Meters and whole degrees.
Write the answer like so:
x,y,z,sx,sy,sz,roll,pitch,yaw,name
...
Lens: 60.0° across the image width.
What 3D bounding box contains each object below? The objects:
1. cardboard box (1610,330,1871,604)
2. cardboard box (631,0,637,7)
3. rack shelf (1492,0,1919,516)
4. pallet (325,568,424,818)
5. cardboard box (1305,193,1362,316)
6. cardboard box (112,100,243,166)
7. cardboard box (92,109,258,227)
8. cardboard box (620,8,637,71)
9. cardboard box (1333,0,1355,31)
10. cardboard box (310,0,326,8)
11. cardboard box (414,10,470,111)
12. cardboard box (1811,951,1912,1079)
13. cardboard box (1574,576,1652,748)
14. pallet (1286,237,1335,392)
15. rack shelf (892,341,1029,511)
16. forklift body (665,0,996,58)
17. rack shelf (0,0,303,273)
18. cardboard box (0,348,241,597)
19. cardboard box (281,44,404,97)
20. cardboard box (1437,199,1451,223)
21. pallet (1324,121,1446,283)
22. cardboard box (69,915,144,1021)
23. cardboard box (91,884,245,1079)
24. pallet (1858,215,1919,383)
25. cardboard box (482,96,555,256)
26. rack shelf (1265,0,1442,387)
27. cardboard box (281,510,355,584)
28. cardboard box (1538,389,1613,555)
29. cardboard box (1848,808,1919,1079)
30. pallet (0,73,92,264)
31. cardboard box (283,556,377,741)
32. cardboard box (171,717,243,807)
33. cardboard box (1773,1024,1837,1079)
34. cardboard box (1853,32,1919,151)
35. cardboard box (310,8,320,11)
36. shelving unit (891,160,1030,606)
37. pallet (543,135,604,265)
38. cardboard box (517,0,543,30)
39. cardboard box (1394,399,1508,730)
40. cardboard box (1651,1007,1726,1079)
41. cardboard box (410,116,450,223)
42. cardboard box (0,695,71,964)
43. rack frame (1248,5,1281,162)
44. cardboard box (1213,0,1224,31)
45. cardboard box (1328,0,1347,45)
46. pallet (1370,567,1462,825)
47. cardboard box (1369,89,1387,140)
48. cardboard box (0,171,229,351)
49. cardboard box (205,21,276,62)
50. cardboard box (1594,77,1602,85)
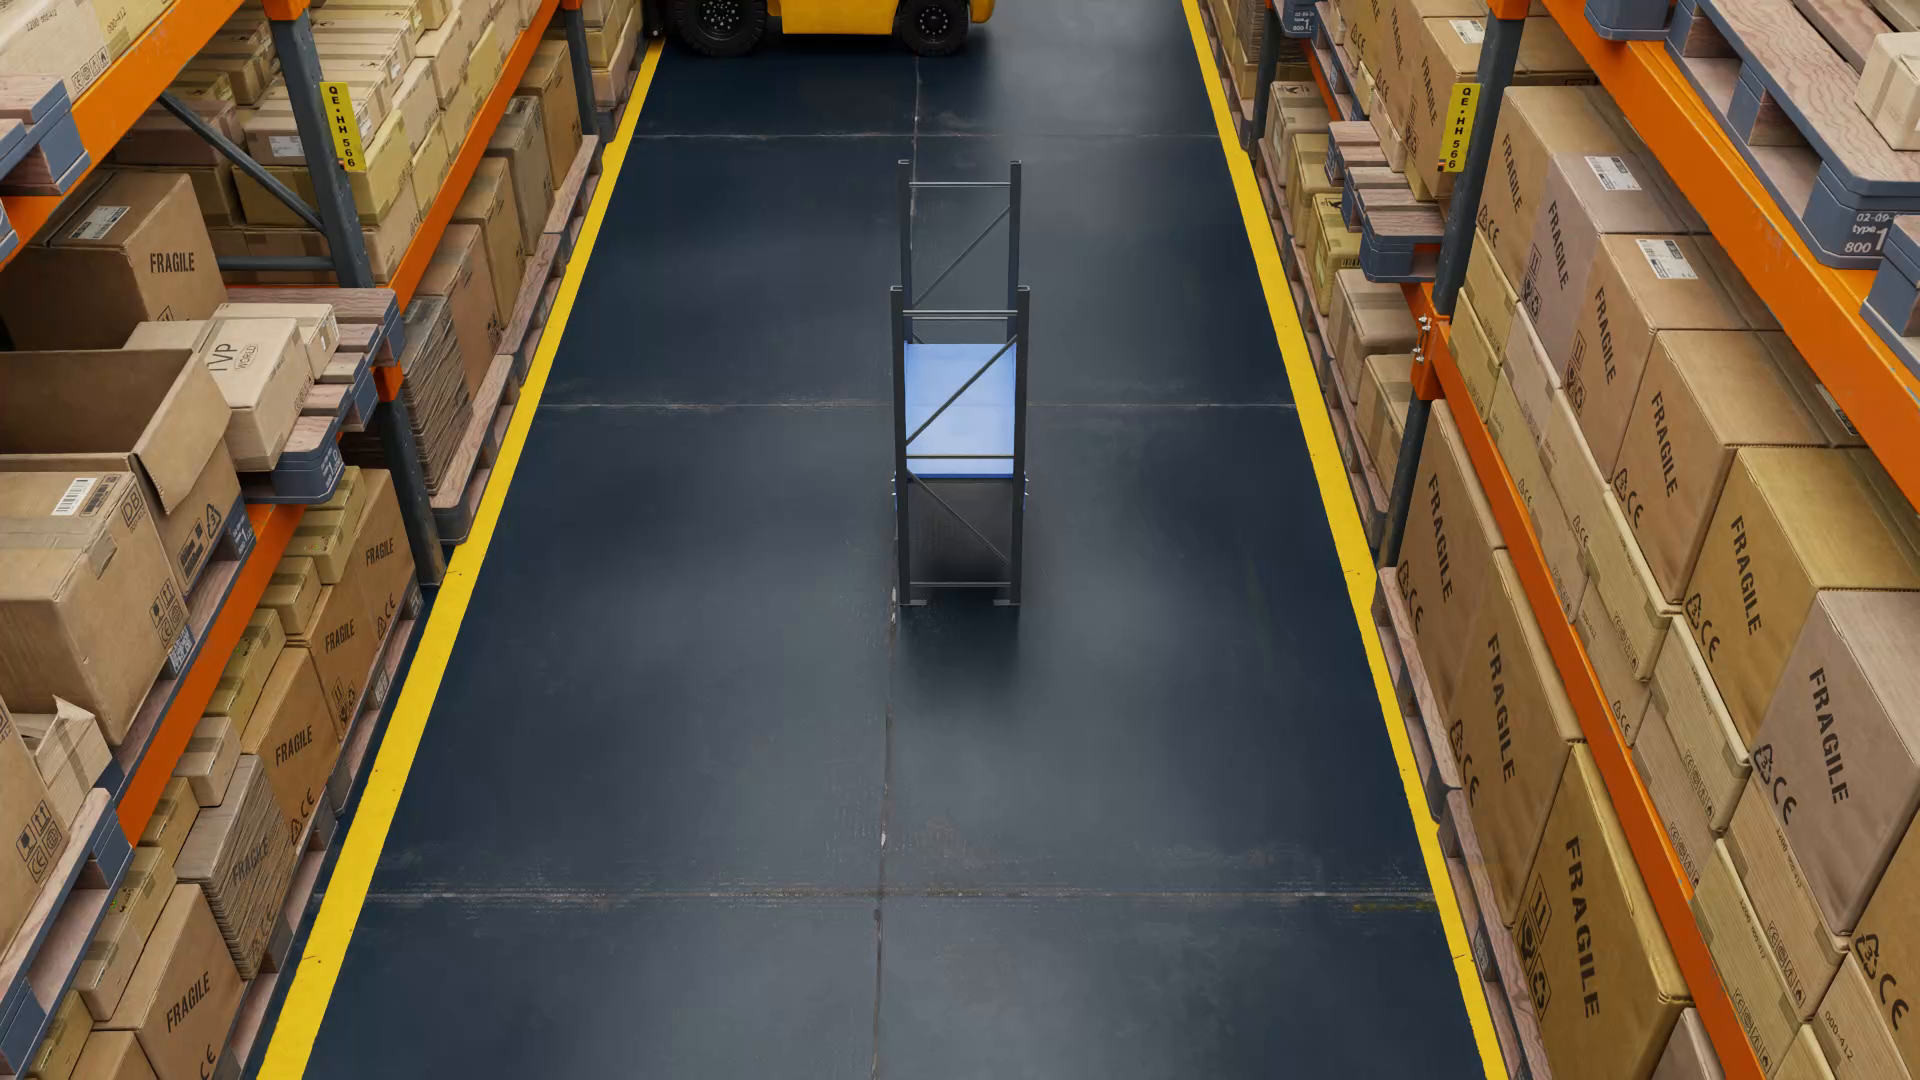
x,y,z,sx,sy,sz,roll,pitch,yaw,name
2.024,-0.185,4.203,0.500,0.500,0.500,1,39,1,cardboard box
-2.376,-3.727,10.966,0.500,0.250,0.500,0,39,0,cardboard box
2.278,-0.653,3.843,1.077,0.370,4.000,0,39,0,rack shelf
-2.725,0.547,6.398,1.003,0.211,1.213,0,39,0,pallet
2.281,-1.441,8.415,0.950,0.372,0.625,1,39,1,cardboard box
-2.891,-1.503,6.128,0.380,0.149,0.250,1,39,1,cardboard box
-2.966,-1.425,6.350,0.500,0.250,0.500,1,39,1,cardboard box
-2.378,-3.220,10.733,0.500,0.250,0.500,-1,39,-1,cardboard box
1.984,-2.597,7.438,0.500,0.500,0.500,-2,39,-2,cardboard box
-2.912,-2.463,7.326,0.380,0.149,0.250,1,39,1,cardboard box
-2.426,-2.062,7.145,0.500,0.250,0.500,-1,39,-1,cardboard box
2.037,1.076,3.229,0.500,0.250,0.500,0,39,0,cardboard box
2.042,0.309,4.586,0.500,0.250,0.500,0,39,0,cardboard box
2.278,-1.175,8.548,1.003,0.211,1.213,0,39,0,pallet
0.000,-0.498,6.960,0.538,0.185,1.000,0,39,0,rack shelf
-0.871,-4.495,11.139,2.313,2.155,1.214,0,39,0,forklift body
-2.686,-0.647,3.835,1.077,0.370,4.000,0,39,0,rack shelf
-2.501,-0.191,4.672,0.797,0.503,0.637,-1,39,-1,cardboard box
-2.421,-1.827,6.533,0.380,0.149,0.250,1,39,1,cardboard box
2.040,-1.284,6.319,0.380,0.149,0.250,1,39,2,cardboard box
2.168,-1.384,6.732,1.213,0.211,1.003,0,39,0,pallet
-2.484,1.166,4.540,0.380,0.149,0.250,0,39,0,cardboard box
-2.466,1.357,4.821,0.500,0.500,0.500,-1,39,-1,cardboard box
2.230,-0.181,2.832,0.805,0.209,1.217,-1,39,-2,pallet
-2.688,-1.935,8.829,0.875,0.625,0.625,0,39,0,cardboard box
2.273,-1.984,7.902,1.077,0.370,4.000,0,39,0,rack shelf
-2.403,0.030,5.958,0.380,0.149,0.250,-2,39,-2,cardboard box
2.017,-0.198,4.819,0.500,0.250,0.500,0,39,0,cardboard box
2.029,0.779,2.999,0.500,0.500,0.500,1,39,1,cardboard box
-2.618,-0.660,3.427,1.213,0.211,1.003,0,39,0,pallet
-2.482,0.381,6.039,0.500,0.500,0.500,-1,39,-1,cardboard box
-2.461,0.689,5.137,0.380,0.149,0.250,-2,39,-2,cardboard box
2.028,1.266,3.392,0.500,0.250,0.500,-1,39,-1,cardboard box
2.128,-0.938,3.474,0.380,0.166,0.250,3,39,4,cardboard box
-2.959,-2.373,7.532,0.500,0.250,0.500,-1,39,-1,cardboard box
0.000,-0.639,6.848,0.538,1.500,1.048,0,39,0,shelving unit
-2.653,-1.960,9.527,1.003,0.211,1.213,0,39,0,pallet
-2.424,-2.821,8.492,0.500,0.250,0.500,0,39,0,cardboard box
2.193,0.084,6.110,0.875,0.875,0.875,0,39,0,cardboard box
2.200,1.765,4.012,0.875,0.875,0.875,1,39,1,cardboard box
-2.440,-1.541,6.895,0.500,0.250,0.500,-1,39,-1,cardboard box
-2.461,0.664,3.607,0.700,0.500,0.500,0,39,0,cardboard box
2.271,-3.515,9.238,1.000,3.000,0.127,0,39,0,rack frame
1.995,-3.627,11.240,0.500,0.250,0.500,1,39,1,cardboard box
1.929,-2.420,7.736,0.380,0.149,0.250,1,39,2,cardboard box
2.201,0.568,6.373,1.003,0.211,1.213,0,39,0,pallet
1.930,-1.767,6.921,0.380,0.149,0.250,-2,39,-2,cardboard box
-2.844,-0.889,5.545,0.500,0.500,0.500,2,39,2,cardboard box
-3.012,-1.982,6.726,0.380,0.149,0.250,-1,39,-1,cardboard box
2.507,-1.614,6.212,0.500,0.500,0.500,-1,39,-1,cardboard box
